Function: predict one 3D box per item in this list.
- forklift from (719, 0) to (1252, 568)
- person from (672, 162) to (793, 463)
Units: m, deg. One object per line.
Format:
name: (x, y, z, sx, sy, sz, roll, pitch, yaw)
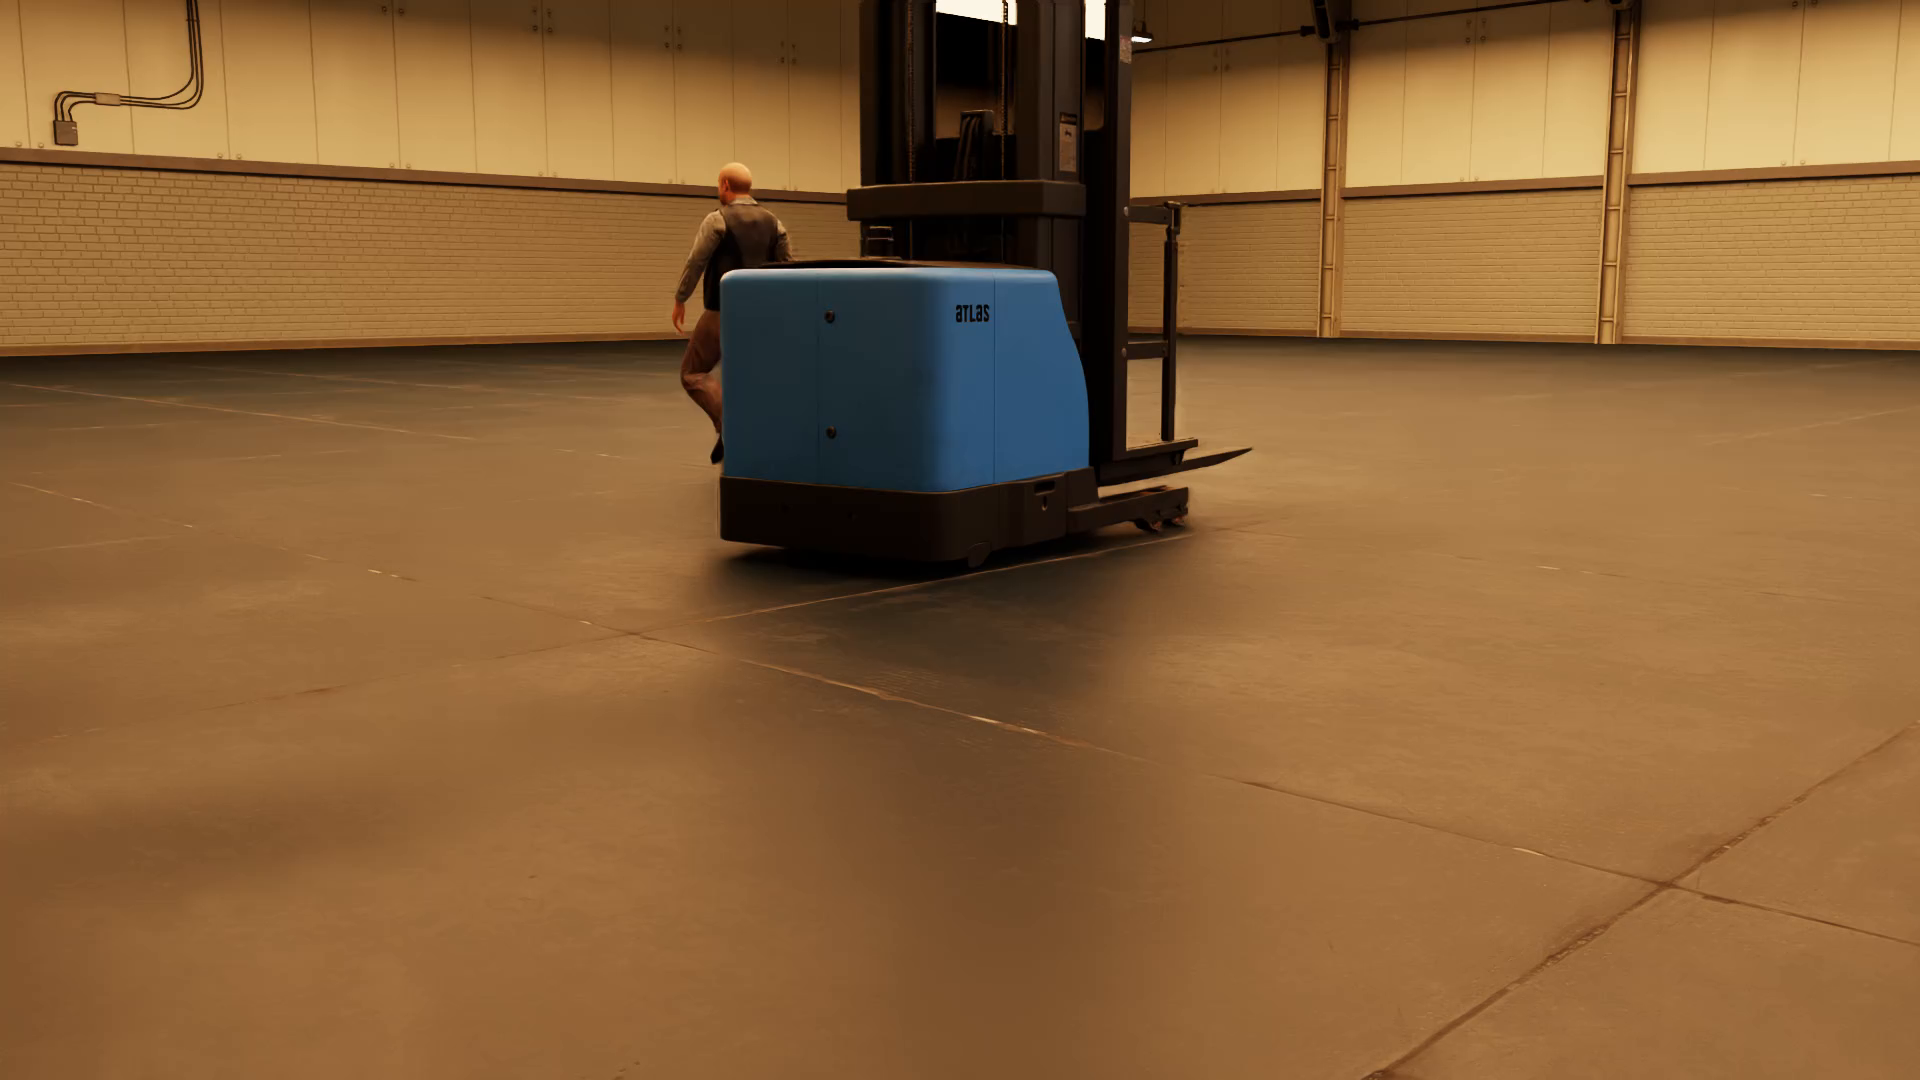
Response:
forklift: (0.332, -1.526, 7.009, 1.130, 2.935, 3.031, 6, 10, 33)
person: (-1.273, -1.264, 9.395, 0.699, 1.702, 0.473, -8, 12, -44)
